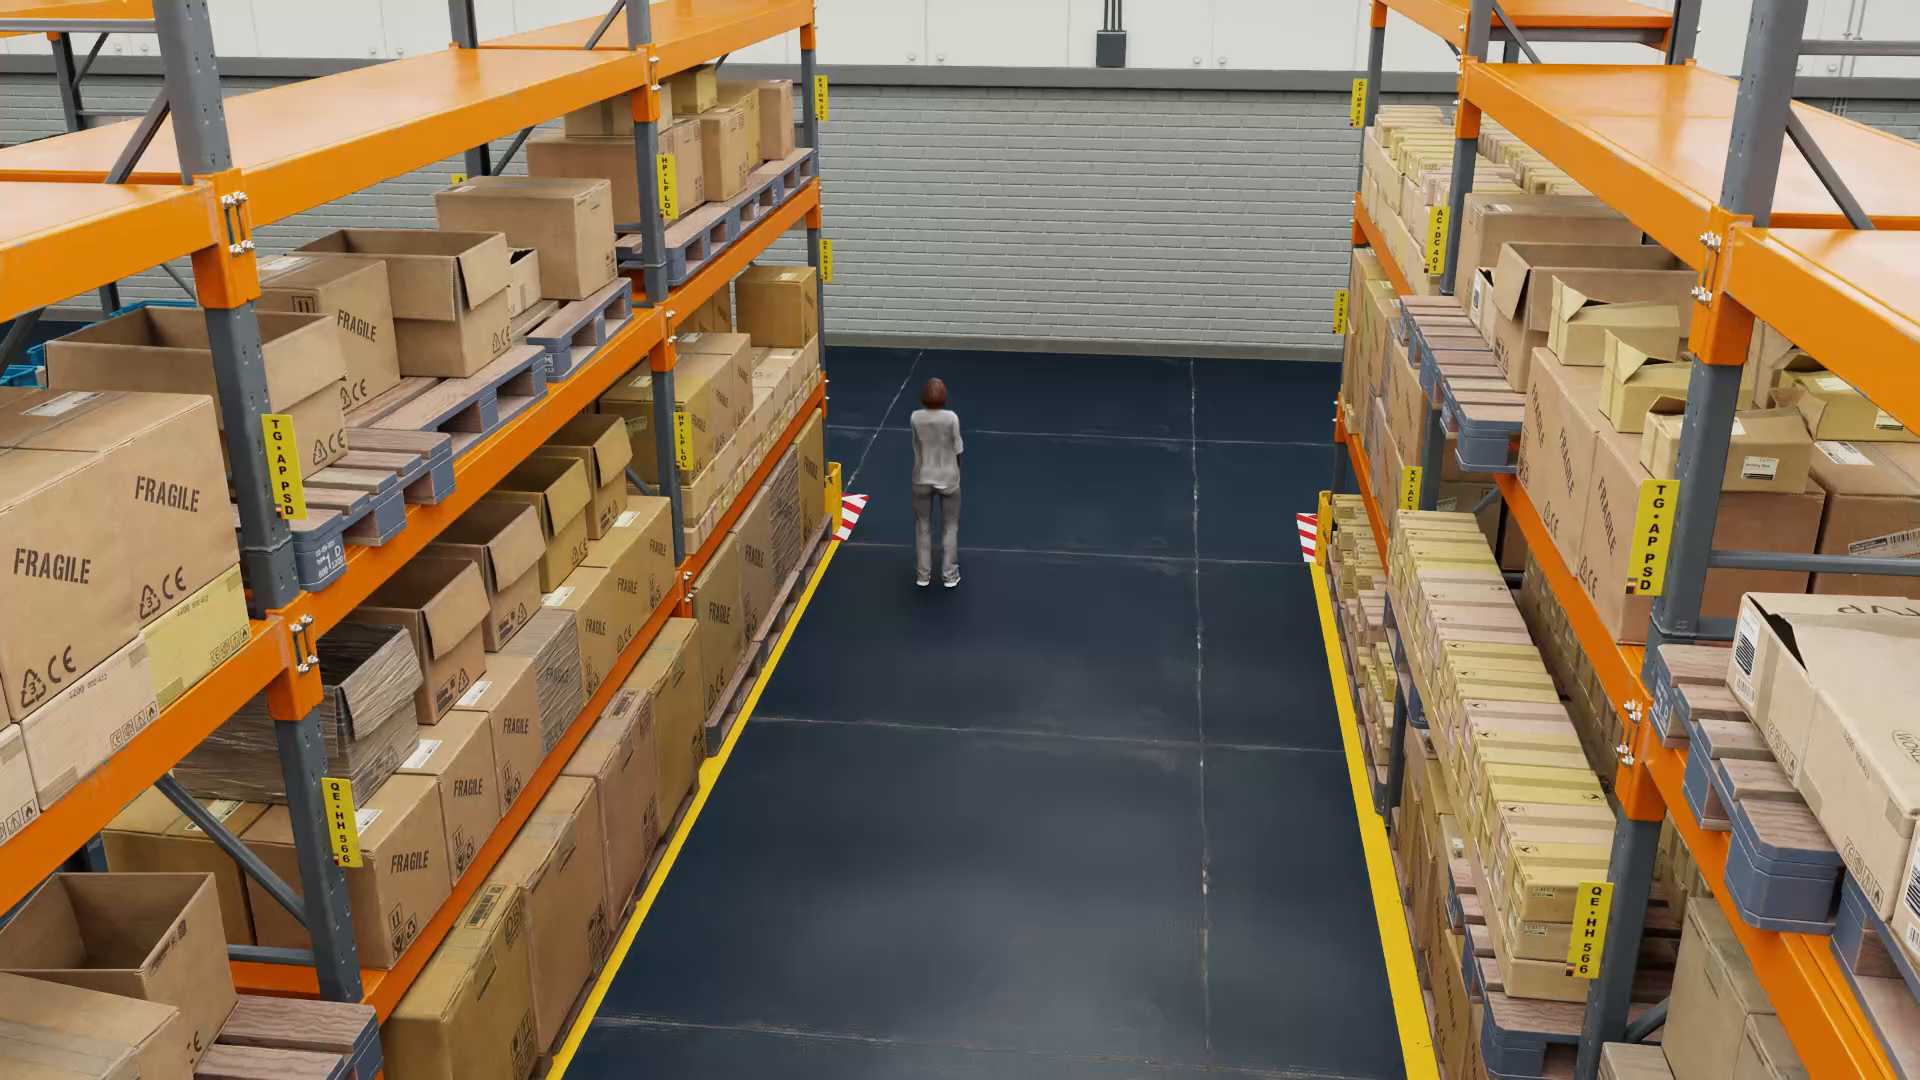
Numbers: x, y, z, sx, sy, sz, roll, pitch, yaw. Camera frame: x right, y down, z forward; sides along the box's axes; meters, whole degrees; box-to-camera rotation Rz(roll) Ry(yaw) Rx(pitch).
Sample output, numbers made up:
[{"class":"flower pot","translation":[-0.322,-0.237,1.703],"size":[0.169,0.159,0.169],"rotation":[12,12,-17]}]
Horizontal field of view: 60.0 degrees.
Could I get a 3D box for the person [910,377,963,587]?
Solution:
[{"class":"person","translation":[-0.170,-0.448,12.242],"size":[0.375,1.599,0.496],"rotation":[2,22,6]}]
